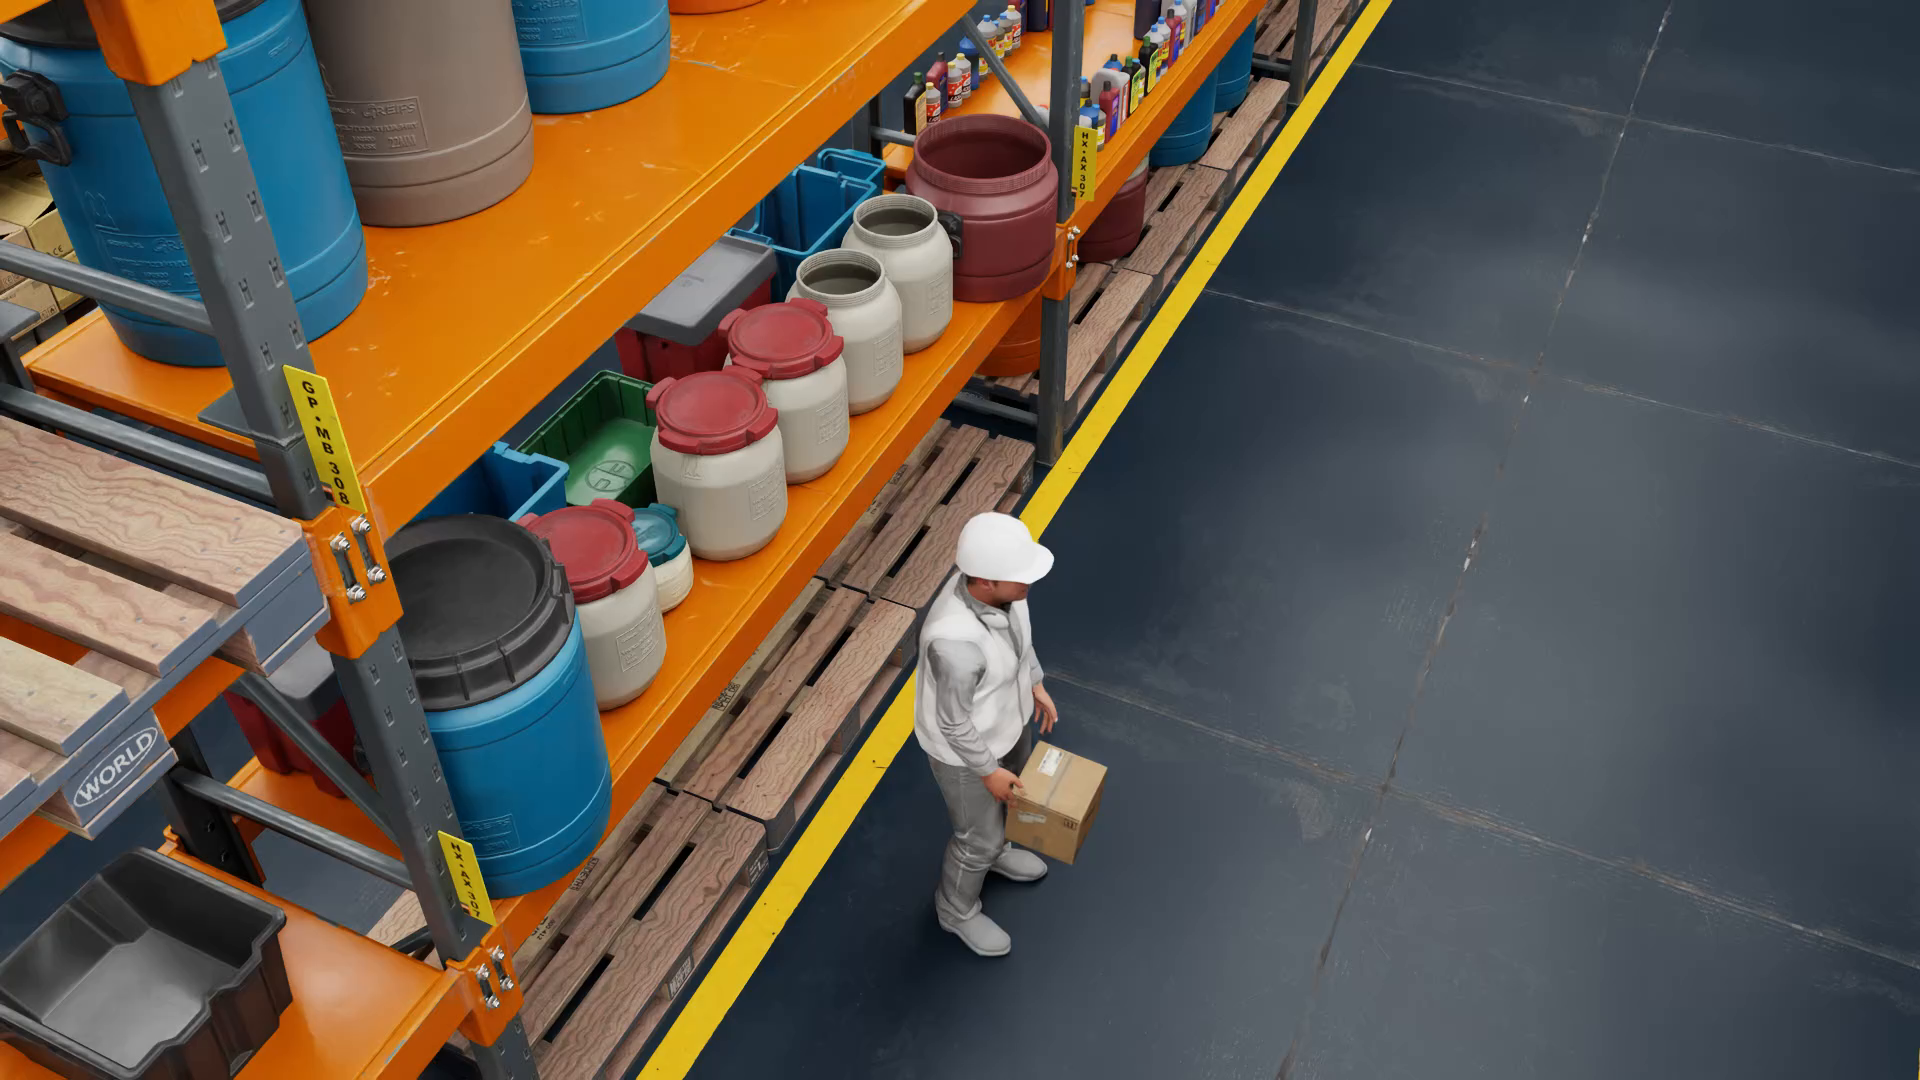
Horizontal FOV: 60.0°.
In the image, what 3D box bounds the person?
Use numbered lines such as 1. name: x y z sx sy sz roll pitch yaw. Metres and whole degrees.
1. person: 0.073 0.603 5.461 0.423 1.775 0.555 16 44 17
